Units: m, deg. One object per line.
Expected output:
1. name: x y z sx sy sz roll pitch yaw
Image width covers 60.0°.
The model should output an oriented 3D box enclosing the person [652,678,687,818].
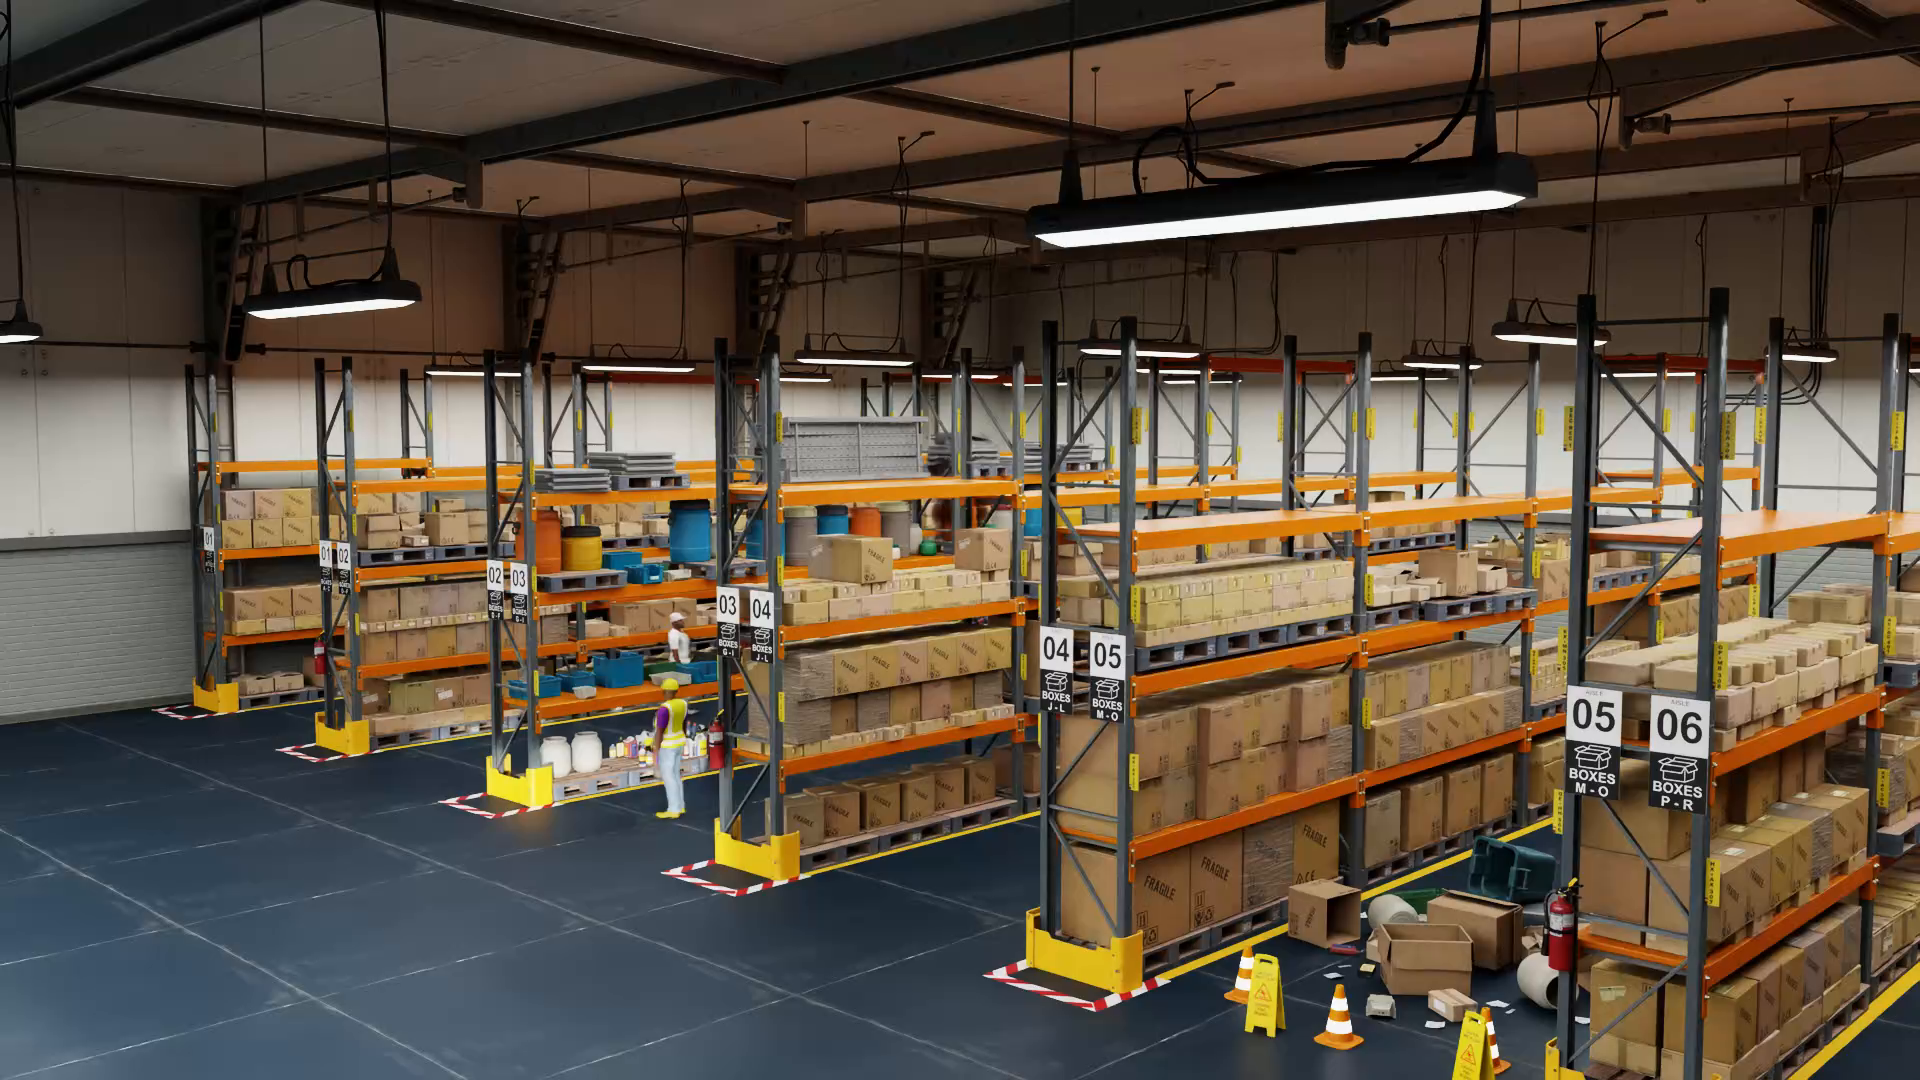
1. person: -3.705 2.661 21.220 0.365 1.799 0.681 2 5 21

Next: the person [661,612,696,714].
1. person: -4.808 2.105 28.321 0.603 1.756 0.579 -1 5 -15
